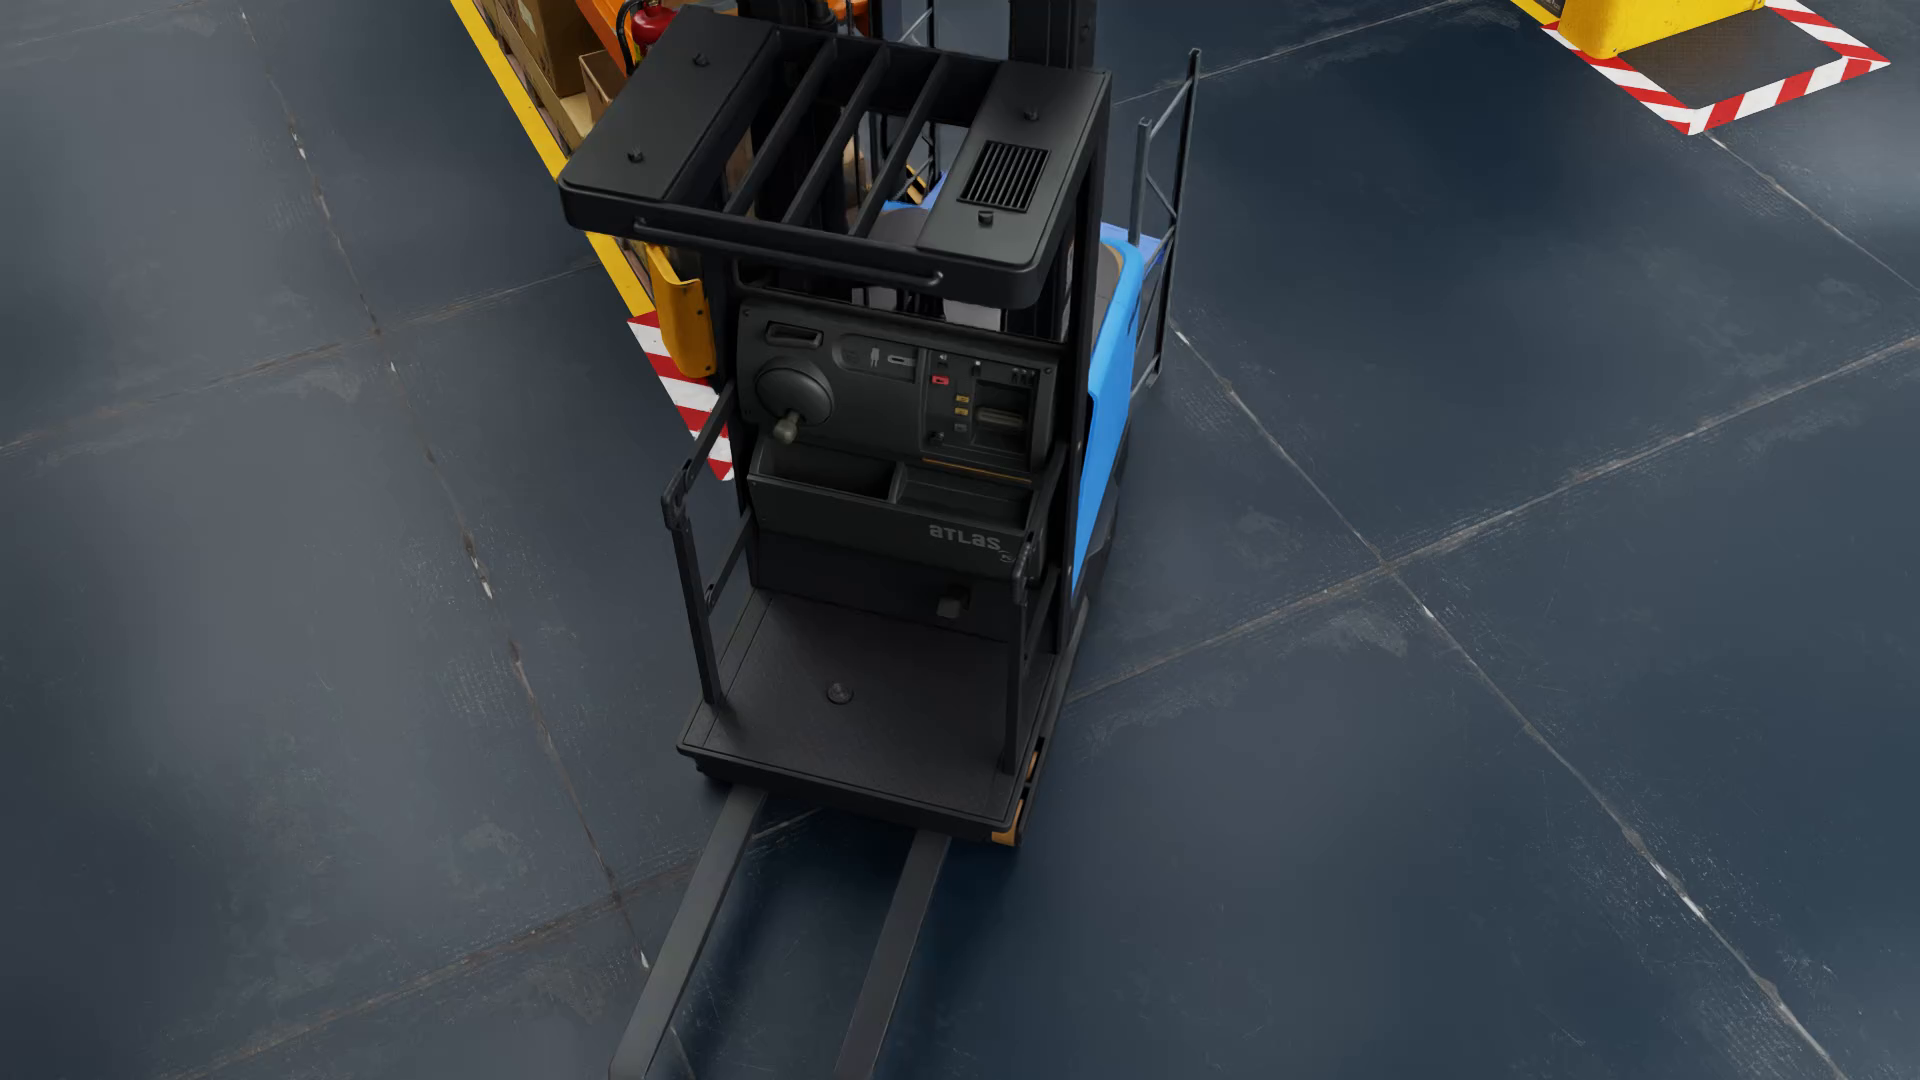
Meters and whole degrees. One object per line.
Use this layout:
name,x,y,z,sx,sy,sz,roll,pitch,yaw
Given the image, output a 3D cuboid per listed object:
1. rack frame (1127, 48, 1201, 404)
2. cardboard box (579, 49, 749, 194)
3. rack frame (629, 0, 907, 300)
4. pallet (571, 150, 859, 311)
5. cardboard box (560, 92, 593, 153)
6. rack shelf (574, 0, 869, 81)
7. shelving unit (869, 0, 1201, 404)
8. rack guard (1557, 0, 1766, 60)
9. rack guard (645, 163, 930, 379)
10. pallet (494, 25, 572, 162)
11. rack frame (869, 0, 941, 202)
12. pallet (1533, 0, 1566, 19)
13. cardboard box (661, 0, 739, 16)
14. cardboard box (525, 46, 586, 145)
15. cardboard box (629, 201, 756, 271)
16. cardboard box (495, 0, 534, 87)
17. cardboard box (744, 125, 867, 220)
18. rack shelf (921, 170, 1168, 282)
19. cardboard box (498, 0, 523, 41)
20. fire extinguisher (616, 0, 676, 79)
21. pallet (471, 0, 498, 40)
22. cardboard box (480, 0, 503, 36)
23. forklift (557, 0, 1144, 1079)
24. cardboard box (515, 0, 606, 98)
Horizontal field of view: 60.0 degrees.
rack frame,0.709,-1.034,6.158,0.032,1.500,0.500,21,52,17
cardboard box,-1.199,-1.701,6.795,0.500,0.500,0.500,-21,52,-18
rack frame,-0.689,-1.965,5.976,1.000,3.000,0.127,-21,52,-18
pallet,-1.076,-1.545,7.461,1.003,0.211,1.213,-21,52,-18
cardboard box,-1.436,-1.786,7.367,0.500,0.250,0.500,-21,52,-18
rack shelf,-1.604,-3.067,7.417,1.077,0.370,4.000,-21,52,-18
shelving unit,0.254,-1.205,6.307,1.048,1.500,0.538,21,52,17
rack guard,3.641,-2.880,8.437,1.175,0.500,0.348,-21,52,-18
rack guard,-0.678,-1.126,6.903,1.175,0.500,0.348,-21,52,-18
pallet,-1.630,-2.360,8.174,1.003,0.211,1.213,-21,52,-18
rack frame,-0.201,-1.375,6.456,0.032,1.500,0.500,21,52,17
pallet,3.274,-3.331,9.023,1.003,0.211,1.213,-21,52,-18
cardboard box,-0.891,-2.315,6.215,0.700,0.500,0.500,-21,52,-18
cardboard box,-1.667,-2.120,7.659,0.500,0.250,0.500,-21,52,-18
cardboard box,-1.197,-1.455,7.078,0.500,0.250,0.500,-21,52,-18
cardboard box,-1.894,-2.455,7.952,0.500,0.250,0.500,-21,52,-18
cardboard box,-0.736,-1.634,7.234,0.500,0.250,0.500,-21,52,-18
rack shelf,0.254,-1.086,6.443,1.000,0.185,0.538,21,52,17
cardboard box,-1.897,-2.701,7.669,0.500,0.500,0.500,-21,52,-18
fire extinguisher,-1.047,-1.701,5.796,0.296,0.674,0.183,-21,52,-18
pallet,-2.192,-3.178,8.889,1.003,0.211,1.213,-21,52,-18
cardboard box,-2.128,-2.788,8.243,0.500,0.250,0.500,-21,52,-18
forklift,-0.245,-0.315,4.578,1.130,2.935,3.031,12,50,10
cardboard box,-1.669,-2.366,7.376,0.500,0.500,0.500,-21,52,-18
